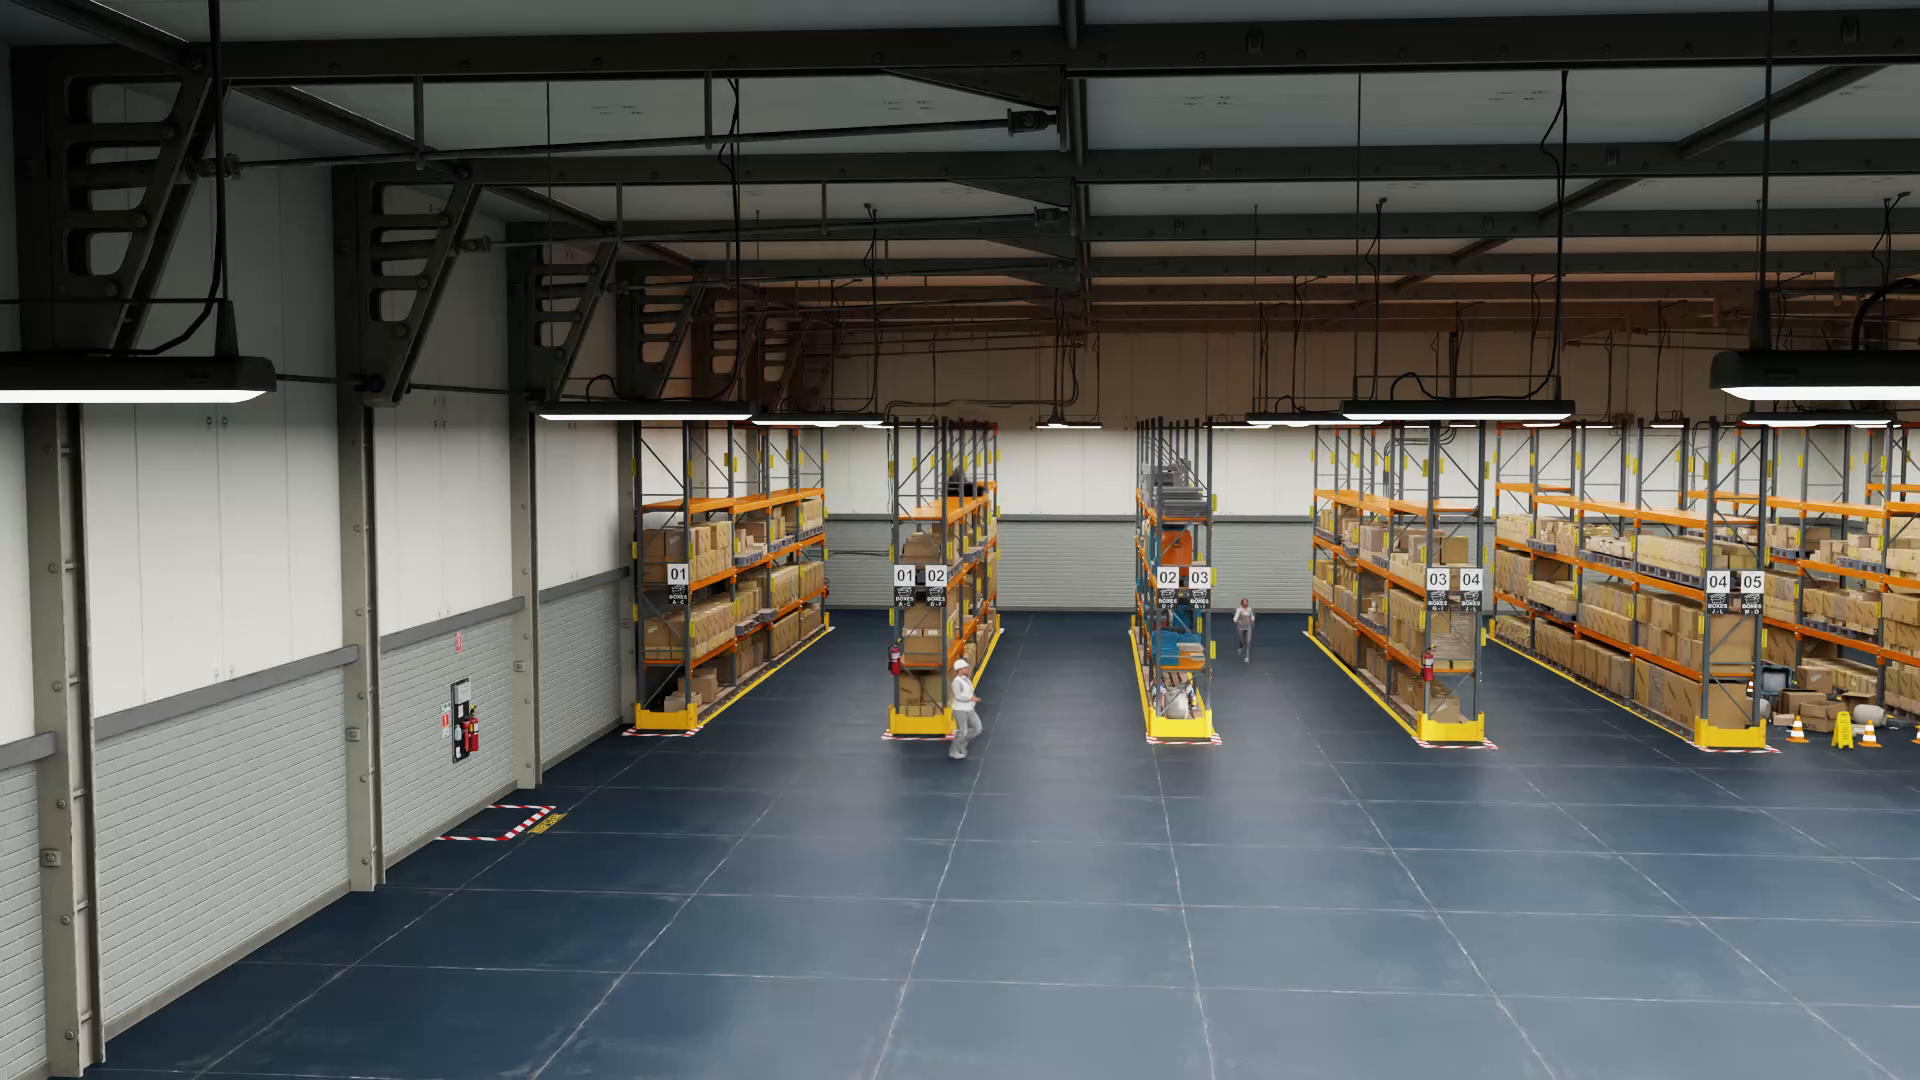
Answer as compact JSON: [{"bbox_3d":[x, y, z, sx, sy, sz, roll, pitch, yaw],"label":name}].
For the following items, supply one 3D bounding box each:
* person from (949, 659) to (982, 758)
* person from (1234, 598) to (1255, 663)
[{"bbox_3d":[0.094,2.948,29.013,0.624,1.732,0.631,2,4,27],"label":"person"},{"bbox_3d":[7.085,2.232,41.408,0.546,1.587,0.813,0,4,-3],"label":"person"}]
